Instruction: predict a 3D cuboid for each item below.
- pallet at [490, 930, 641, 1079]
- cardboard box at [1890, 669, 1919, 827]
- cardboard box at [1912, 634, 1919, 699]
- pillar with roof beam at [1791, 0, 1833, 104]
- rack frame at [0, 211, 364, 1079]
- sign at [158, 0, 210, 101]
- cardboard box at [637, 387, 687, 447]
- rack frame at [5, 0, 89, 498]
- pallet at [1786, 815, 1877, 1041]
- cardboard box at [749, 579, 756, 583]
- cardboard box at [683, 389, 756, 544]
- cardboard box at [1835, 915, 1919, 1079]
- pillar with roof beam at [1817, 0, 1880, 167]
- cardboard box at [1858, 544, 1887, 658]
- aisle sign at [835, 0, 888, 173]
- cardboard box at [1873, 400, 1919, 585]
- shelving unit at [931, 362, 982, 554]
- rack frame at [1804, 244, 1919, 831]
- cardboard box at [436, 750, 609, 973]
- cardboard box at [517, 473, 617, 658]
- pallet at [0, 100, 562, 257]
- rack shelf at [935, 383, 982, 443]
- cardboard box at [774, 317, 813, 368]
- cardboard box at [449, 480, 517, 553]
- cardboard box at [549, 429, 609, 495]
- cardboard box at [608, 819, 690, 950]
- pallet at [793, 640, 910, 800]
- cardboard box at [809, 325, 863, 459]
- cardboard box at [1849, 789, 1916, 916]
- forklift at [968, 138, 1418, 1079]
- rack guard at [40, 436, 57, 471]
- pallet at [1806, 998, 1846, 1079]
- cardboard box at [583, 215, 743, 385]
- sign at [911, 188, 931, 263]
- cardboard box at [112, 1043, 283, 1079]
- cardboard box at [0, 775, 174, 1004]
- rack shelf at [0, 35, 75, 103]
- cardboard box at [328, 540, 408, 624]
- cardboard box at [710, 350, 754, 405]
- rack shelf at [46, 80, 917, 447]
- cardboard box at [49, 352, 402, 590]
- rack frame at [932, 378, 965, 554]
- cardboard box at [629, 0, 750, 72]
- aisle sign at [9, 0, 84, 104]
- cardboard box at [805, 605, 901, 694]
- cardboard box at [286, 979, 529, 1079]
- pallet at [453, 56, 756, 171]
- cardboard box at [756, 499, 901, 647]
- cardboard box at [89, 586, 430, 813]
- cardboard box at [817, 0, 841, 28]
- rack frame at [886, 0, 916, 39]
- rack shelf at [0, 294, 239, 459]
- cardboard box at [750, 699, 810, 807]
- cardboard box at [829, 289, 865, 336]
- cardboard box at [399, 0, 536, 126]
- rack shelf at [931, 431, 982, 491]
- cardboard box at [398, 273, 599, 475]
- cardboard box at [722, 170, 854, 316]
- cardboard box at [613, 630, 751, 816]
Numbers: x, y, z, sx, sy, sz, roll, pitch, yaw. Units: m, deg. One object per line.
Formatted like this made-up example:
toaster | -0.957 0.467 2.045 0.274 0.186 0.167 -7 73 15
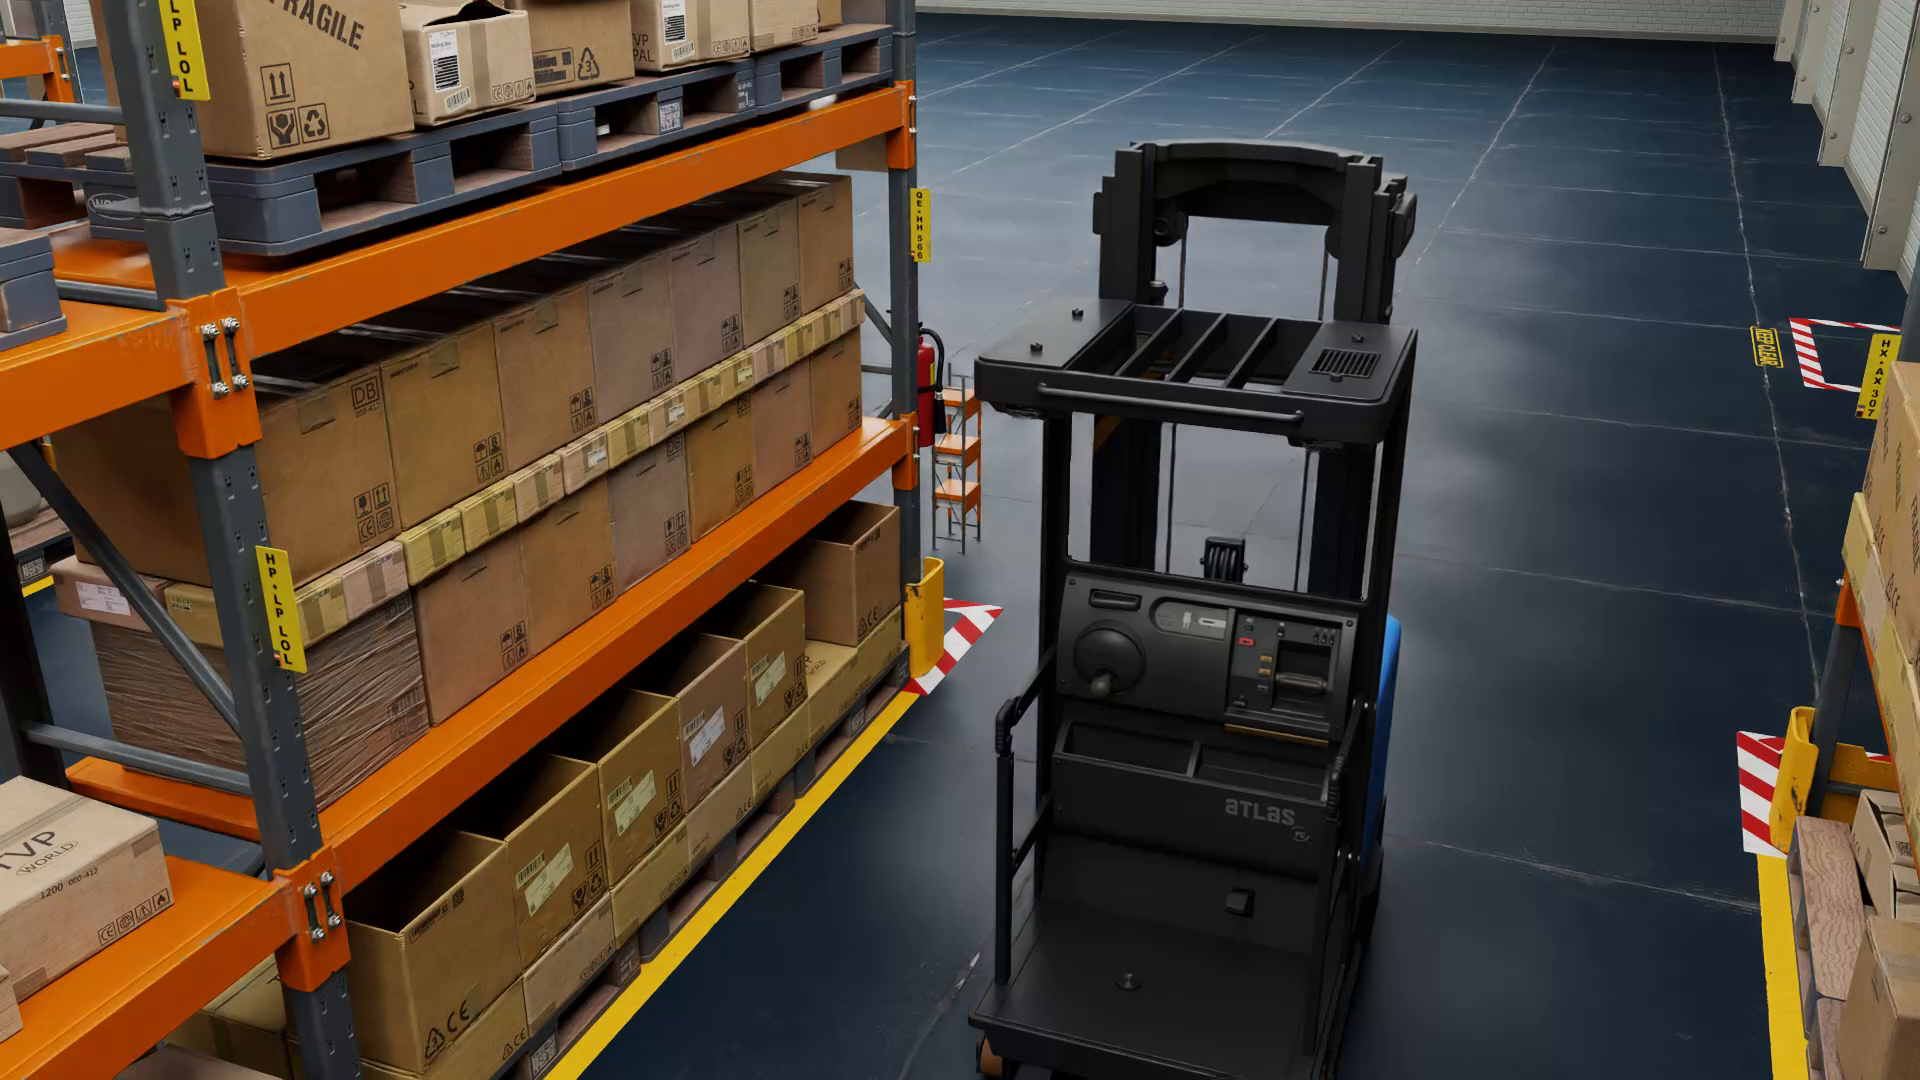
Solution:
pallet | -1.828 1.602 5.640 1.003 0.211 1.213 9 24 20
cardboard box | 2.884 0.610 4.567 0.500 0.250 0.500 9 24 21
cardboard box | 2.896 0.258 4.436 0.500 0.500 0.500 10 25 22
pillar with roof beam | 9.385 -11.728 26.152 9.100 9.000 0.400 9 24 20
rack frame | -2.162 0.594 4.436 1.000 3.000 0.127 9 24 20
sign | -1.655 -1.100 3.520 0.100 0.325 0.005 9 24 20
cardboard box | -1.216 -0.463 5.996 0.380 0.149 0.250 8 24 19
rack frame | -5.274 -1.548 9.564 1.000 3.000 0.127 9 24 20
pallet | 3.561 1.470 5.957 1.003 0.211 1.213 9 24 20
cardboard box | -1.082 0.398 7.929 0.500 0.250 0.500 9 24 20
cardboard box | -1.242 -0.353 6.573 0.700 0.500 0.500 9 24 20
cardboard box | 3.053 1.515 4.903 0.700 0.500 0.500 7 24 17
pillar with roof beam | 7.156 -9.581 21.012 9.100 9.000 0.400 9 24 20
cardboard box | 3.268 0.248 5.434 0.500 0.250 0.500 8 24 18
aisle sign | -0.380 -2.018 7.317 0.394 0.787 0.004 9 24 20
cardboard box | 3.275 -0.112 5.323 0.500 0.500 0.500 9 24 20
shelving unit | -0.020 -0.465 9.502 0.215 1.050 0.252 9 24 20
rack frame | 3.924 -0.129 6.168 1.000 3.000 0.127 9 24 20
cardboard box | -1.521 1.022 5.461 0.500 0.500 0.500 9 24 20
cardboard box | -1.624 0.020 5.682 0.700 0.500 0.500 9 24 21
pallet | -1.870 -1.058 4.614 1.003 0.211 1.213 9 24 20
rack shelf | -0.020 -0.717 9.397 0.215 0.259 0.240 9 24 20
cardboard box | -0.833 -0.833 6.882 0.380 0.149 0.250 8 24 19
cardboard box | -1.599 -0.096 5.117 0.380 0.149 0.250 9 24 20
cardboard box | -1.408 -0.282 5.561 0.380 0.149 0.250 8 24 19
cardboard box | -1.328 1.190 6.031 0.500 0.250 0.500 9 24 20
pallet | -0.922 0.729 7.731 1.003 0.211 1.213 9 24 20
cardboard box | -0.862 -0.718 7.448 0.700 0.500 0.500 9 24 20
cardboard box | 3.583 1.143 6.040 0.500 0.311 0.500 6 23 14
forklift | 0.693 0.378 5.043 1.130 2.935 3.031 8 24 19
rack guard | -5.259 -0.360 9.964 1.175 0.500 0.348 9 24 20
pallet | 3.106 1.905 4.915 1.003 0.211 1.213 9 24 20
cardboard box | -1.258 -0.928 6.268 0.700 0.500 0.500 9 24 20
sign | -0.178 -1.398 7.396 0.100 0.325 0.005 9 24 20
cardboard box | -2.047 1.596 4.332 0.500 0.311 0.500 9 24 20
cardboard box | -2.305 0.846 4.028 0.500 0.250 0.500 10 25 23
rack shelf | -6.017 -1.884 7.411 1.077 0.370 4.000 9 24 20
cardboard box | -1.790 0.090 4.670 0.380 0.149 0.250 9 24 21
cardboard box | -1.025 -0.650 6.442 0.380 0.149 0.250 10 25 22
rack shelf | -1.420 -1.174 5.710 1.077 0.370 4.000 9 24 20
cardboard box | -2.004 -0.210 4.549 0.700 0.500 0.500 9 24 20
rack frame | -0.065 -0.422 9.397 0.200 1.050 0.008 9 24 20
cardboard box | -1.066 -1.790 5.641 0.500 0.311 0.500 12 25 26
aisle sign | -4.972 -2.731 9.023 0.394 0.787 0.004 9 24 20
cardboard box | -0.602 0.472 7.751 0.500 0.250 0.500 9 24 20
cardboard box | -1.709 1.547 5.178 0.500 0.250 0.500 9 24 20
pallet | -1.415 -1.493 5.656 1.003 0.211 1.213 9 24 20
cardboard box | -0.600 0.126 7.606 0.500 0.500 0.500 9 24 20
cardboard box | -2.004 0.388 4.799 0.700 0.500 0.500 8 24 19
cardboard box | -0.894 -2.322 6.666 0.797 0.503 0.637 11 25 24
rack frame | -0.677 -3.606 6.706 1.000 3.000 0.127 9 24 20
rack shelf | -2.905 0.258 2.283 1.077 0.370 4.000 9 24 20
cardboard box | -0.960 0.832 6.890 0.500 0.250 0.500 9 24 20
cardboard box | -0.642 -1.019 7.326 0.380 0.149 0.250 8 24 19
cardboard box | -1.530 -1.343 4.571 0.500 0.311 0.500 7 24 17
rack shelf | -0.020 -0.456 9.506 0.215 0.259 0.240 9 24 20
cardboard box | -1.630 -0.570 5.411 0.700 0.500 0.500 9 24 20
cardboard box | -0.882 -1.298 7.153 0.700 0.500 0.500 9 24 20
cardboard box | -1.144 0.665 6.316 0.500 0.500 0.500 9 24 20
